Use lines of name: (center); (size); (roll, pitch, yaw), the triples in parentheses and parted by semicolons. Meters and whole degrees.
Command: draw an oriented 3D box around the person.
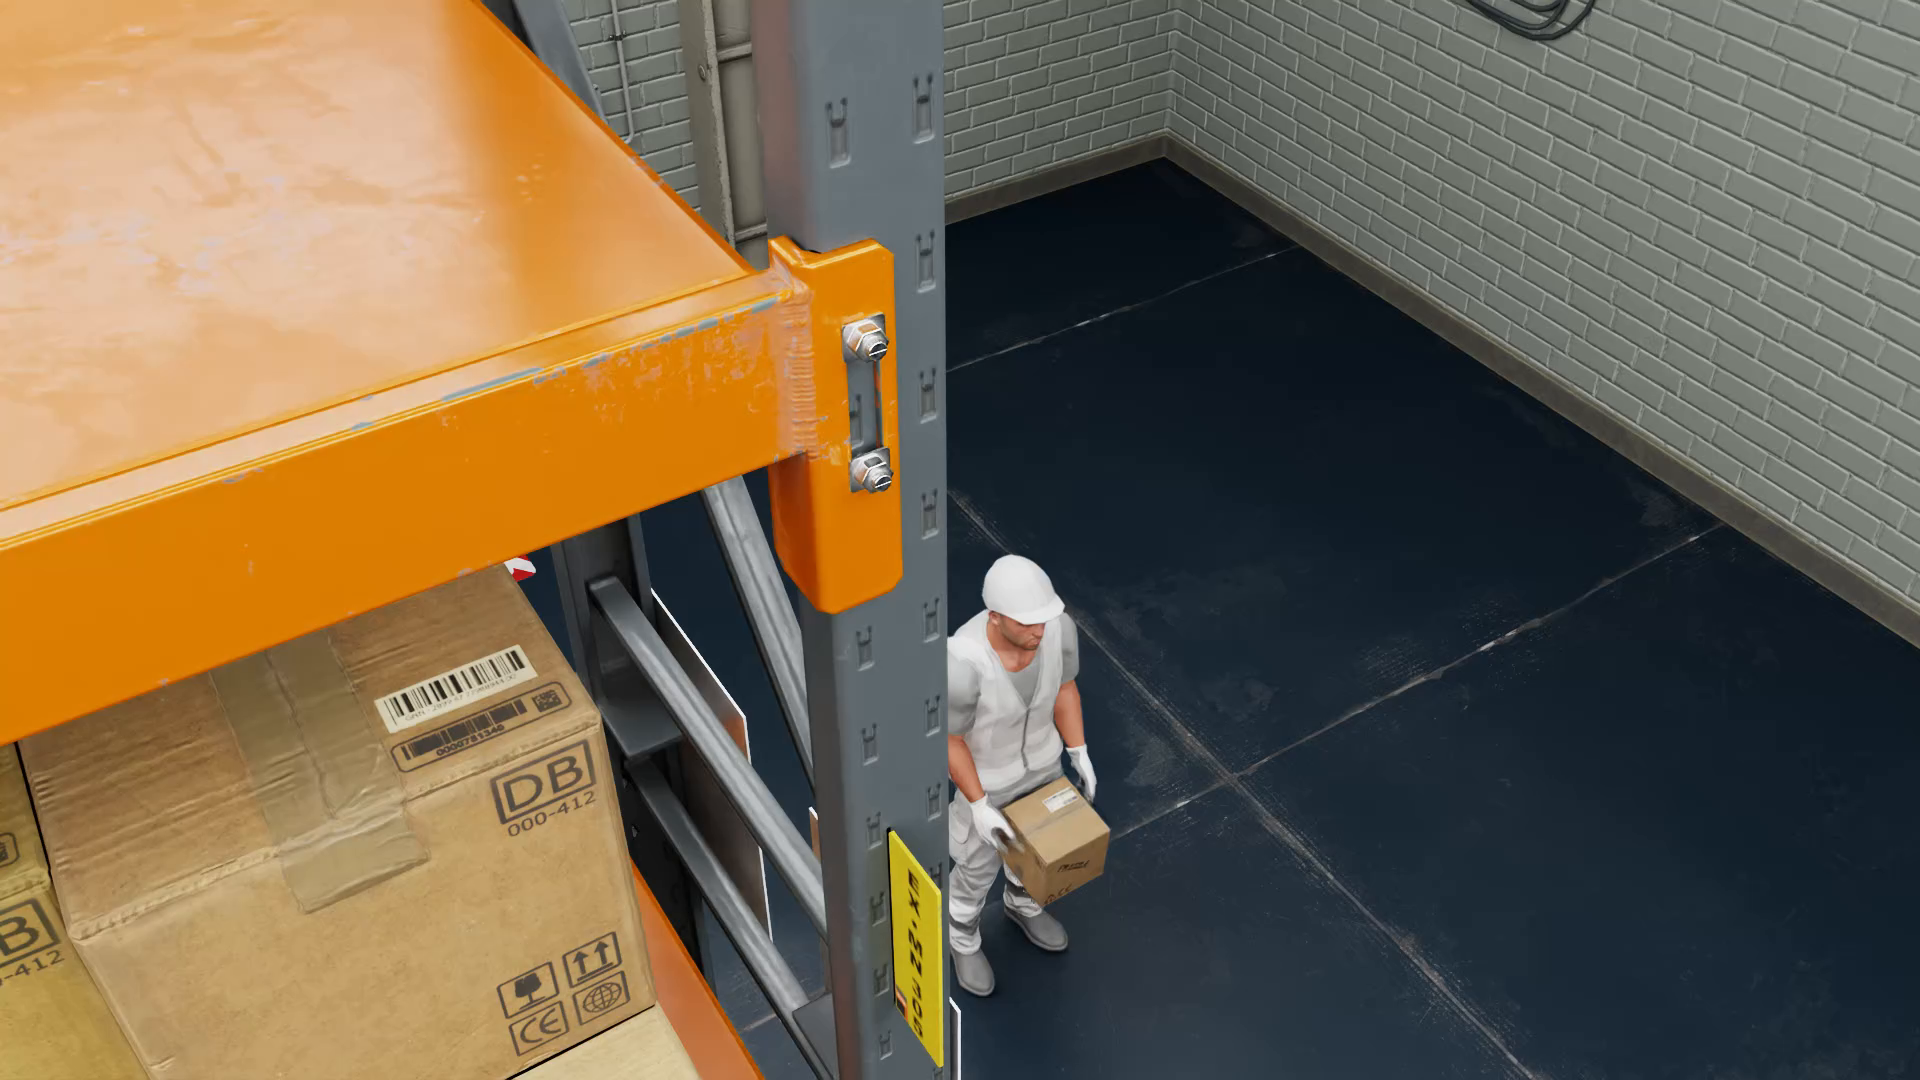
person: (0.175, 0.762, 5.440); (0.537, 1.791, 0.449); (-23, 46, -25)
